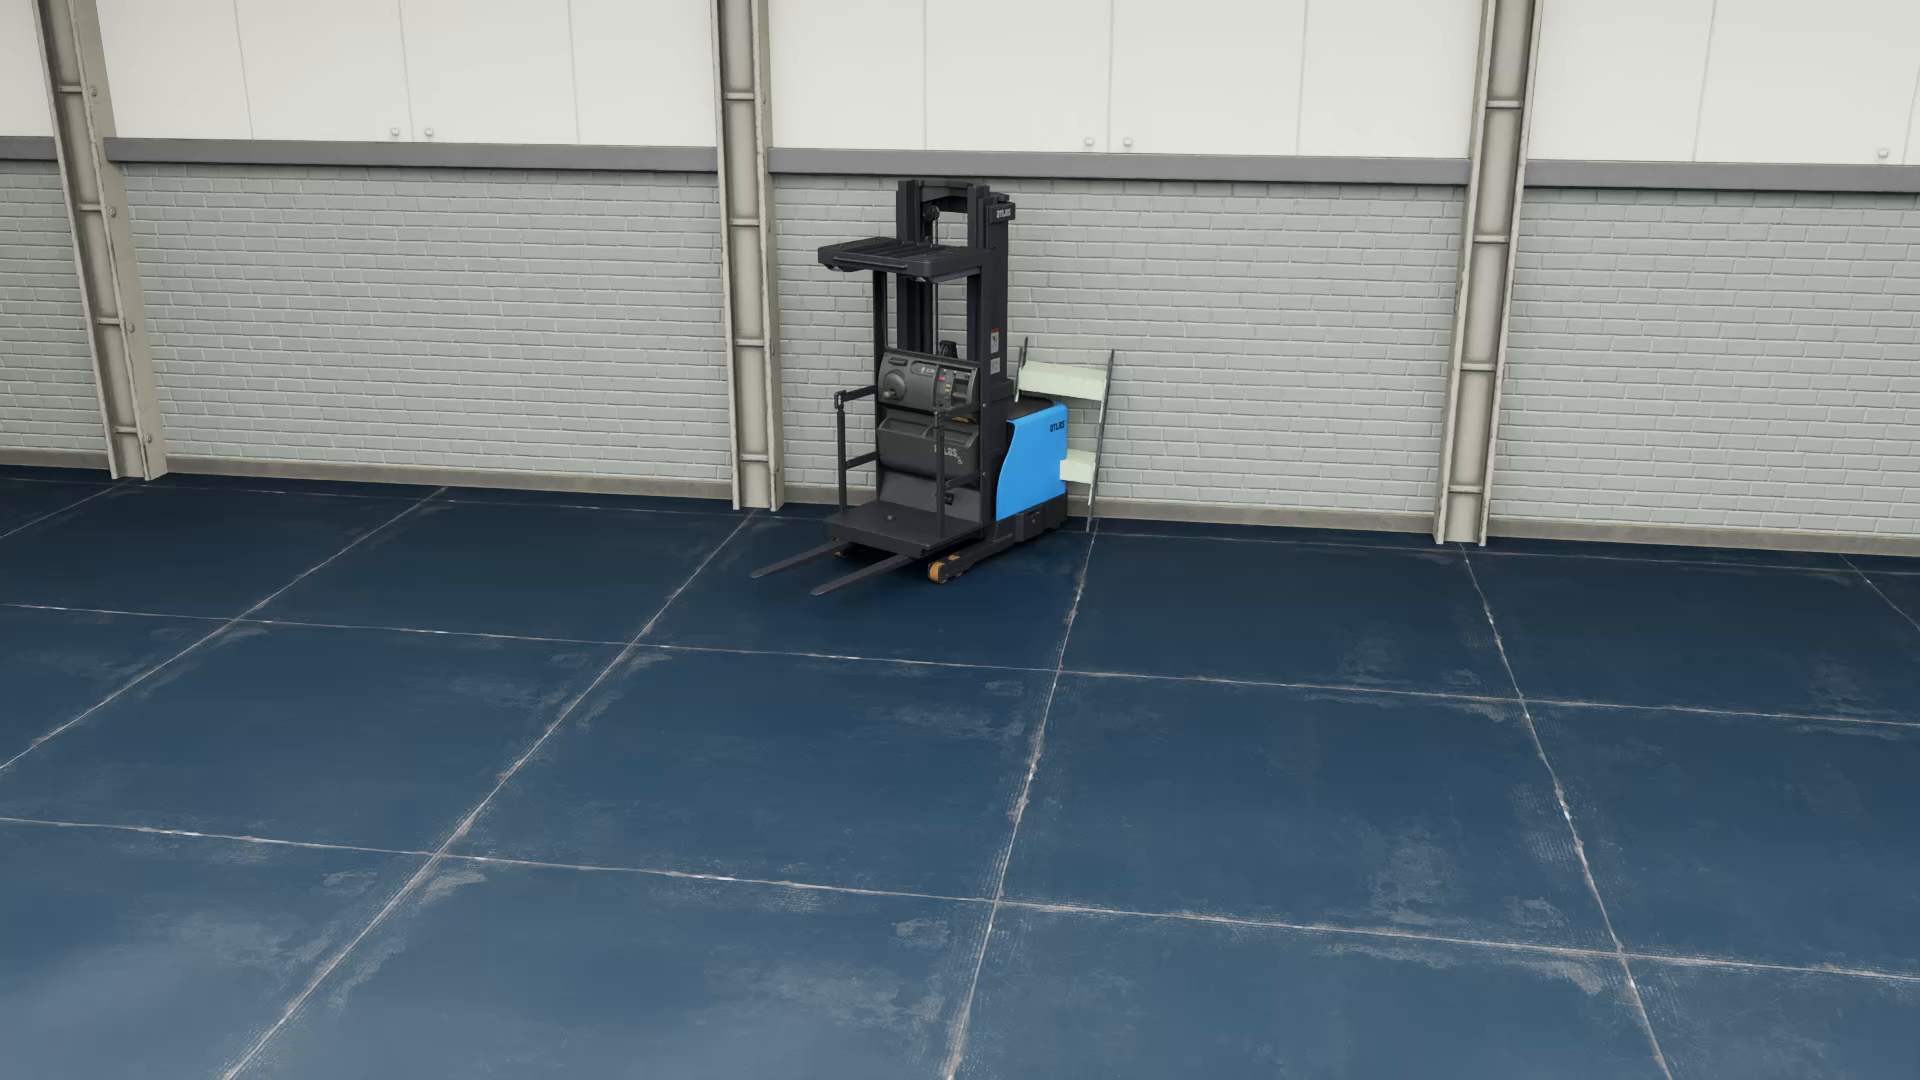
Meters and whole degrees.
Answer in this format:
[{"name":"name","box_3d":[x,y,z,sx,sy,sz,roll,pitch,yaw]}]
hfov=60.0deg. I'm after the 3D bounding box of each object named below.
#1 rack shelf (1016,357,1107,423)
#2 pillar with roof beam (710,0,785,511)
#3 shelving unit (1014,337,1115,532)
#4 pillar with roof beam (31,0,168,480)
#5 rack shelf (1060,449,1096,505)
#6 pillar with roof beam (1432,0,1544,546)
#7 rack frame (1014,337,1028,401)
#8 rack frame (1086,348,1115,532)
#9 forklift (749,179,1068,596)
[{"name":"rack shelf","box_3d":[0.856,-1.254,13.859,0.720,0.370,0.431,8,20,7]},{"name":"pillar with roof beam","box_3d":[-2.460,-3.229,9.270,0.400,9.000,9.100,3,19,9]},{"name":"shelving unit","box_3d":[0.817,-0.888,13.989,0.755,1.500,0.431,8,20,7]},{"name":"pillar with roof beam","box_3d":[-8.384,-3.530,10.173,0.400,9.000,9.100,3,19,9]},{"name":"rack shelf","box_3d":[0.785,-0.582,14.097,0.720,0.370,0.431,8,20,7]},{"name":"pillar with roof beam","box_3d":[3.464,-2.927,8.368,0.400,9.000,9.100,3,19,9]},{"name":"rack frame","box_3d":[0.458,-0.941,14.032,0.023,1.500,0.400,8,20,7]},{"name":"rack frame","box_3d":[1.177,-0.835,13.946,0.023,1.500,0.400,8,20,7]},{"name":"forklift","box_3d":[-0.381,-1.231,12.863,1.130,2.935,3.031,14,23,35]}]
